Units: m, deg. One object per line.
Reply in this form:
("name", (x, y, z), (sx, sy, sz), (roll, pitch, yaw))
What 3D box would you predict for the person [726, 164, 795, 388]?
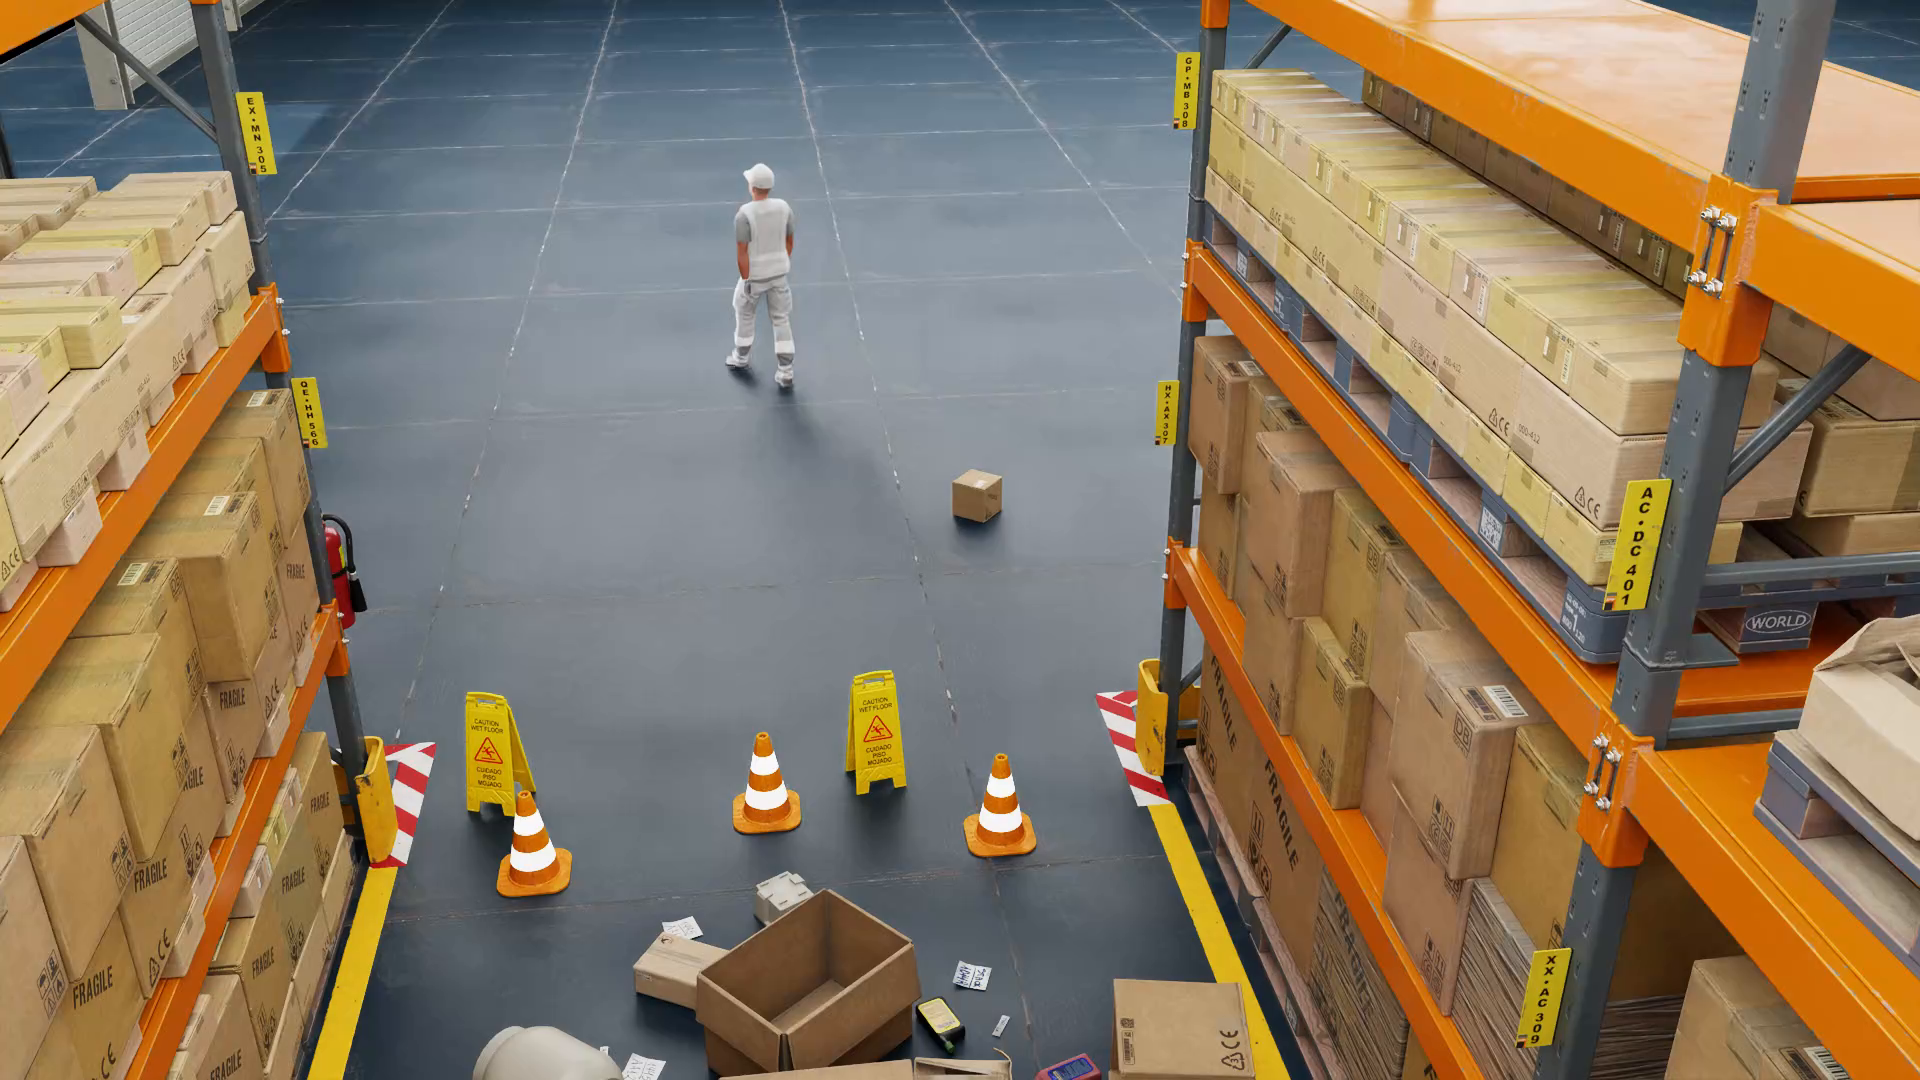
("person", (-1.595, -2.157, 13.290), (0.550, 1.758, 0.902), (-14, 30, -25))
